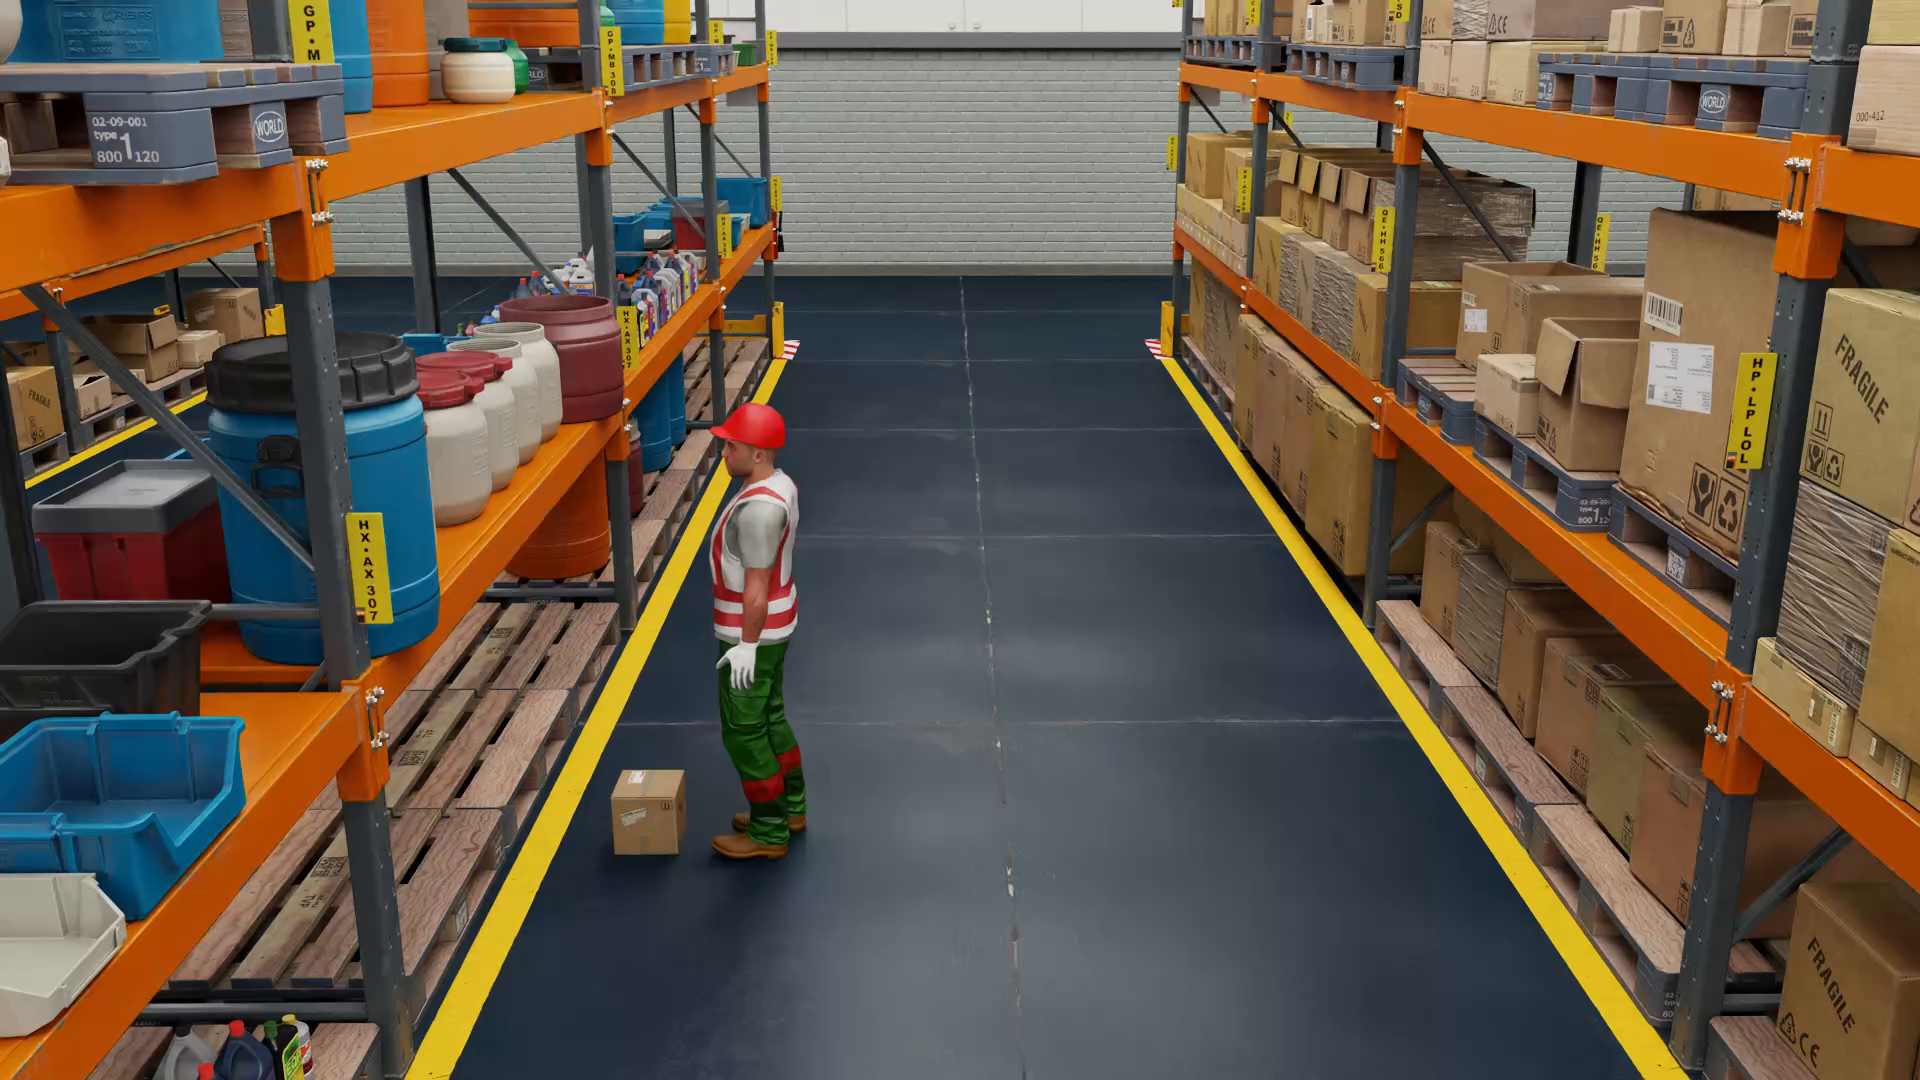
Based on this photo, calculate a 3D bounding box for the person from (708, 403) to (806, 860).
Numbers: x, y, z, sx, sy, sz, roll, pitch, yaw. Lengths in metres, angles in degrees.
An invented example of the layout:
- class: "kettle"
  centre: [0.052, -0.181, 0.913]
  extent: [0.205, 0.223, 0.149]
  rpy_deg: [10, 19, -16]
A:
- class: "person"
  centre: [-0.786, 0.353, 6.358]
  extent: [0.356, 1.784, 0.524]
  rpy_deg: [0, 17, 1]
